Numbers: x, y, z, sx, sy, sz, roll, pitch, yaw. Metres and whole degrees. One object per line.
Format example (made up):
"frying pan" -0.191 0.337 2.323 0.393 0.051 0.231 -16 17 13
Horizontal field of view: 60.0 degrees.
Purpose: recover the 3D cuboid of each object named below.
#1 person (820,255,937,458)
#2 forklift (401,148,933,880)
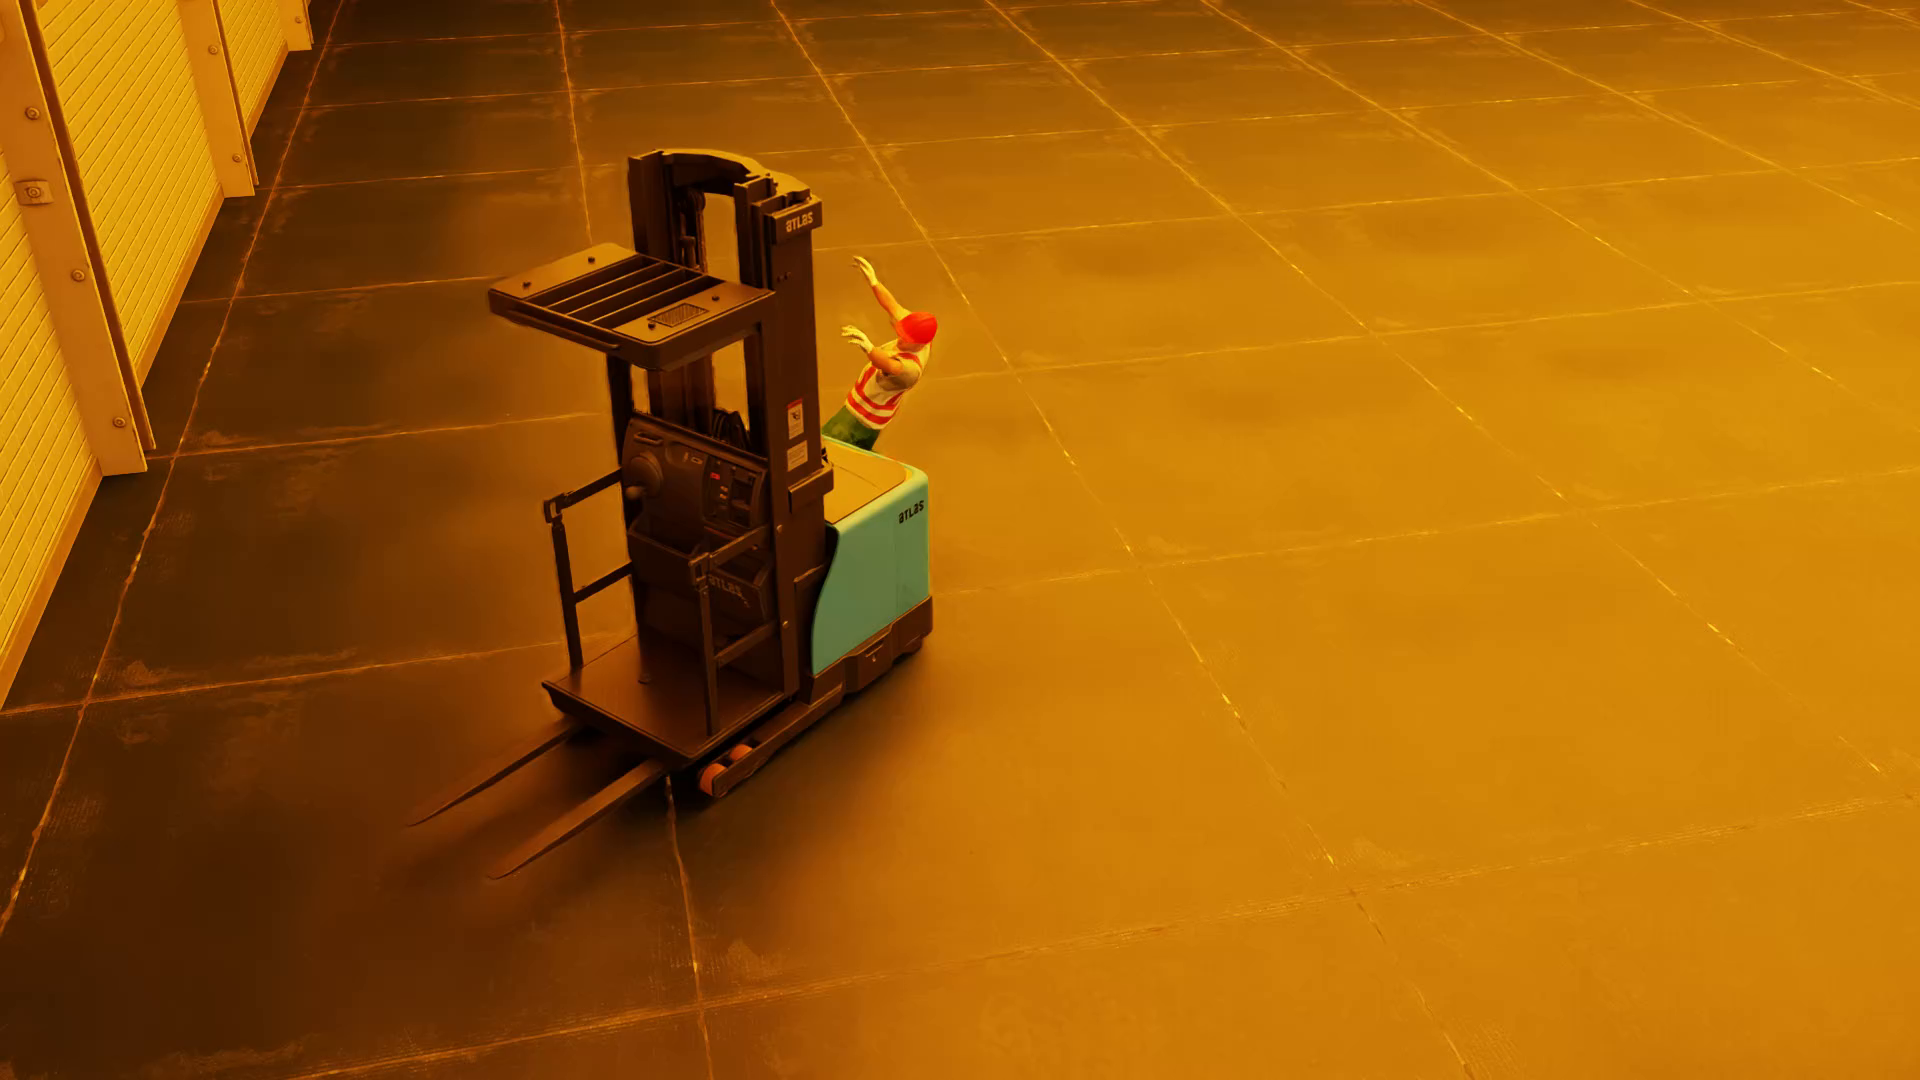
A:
"person" -0.555 -0.816 10.252 0.803 1.676 1.050 9 31 15
"forklift" -1.441 -0.265 8.031 1.130 2.935 3.031 21 36 31
